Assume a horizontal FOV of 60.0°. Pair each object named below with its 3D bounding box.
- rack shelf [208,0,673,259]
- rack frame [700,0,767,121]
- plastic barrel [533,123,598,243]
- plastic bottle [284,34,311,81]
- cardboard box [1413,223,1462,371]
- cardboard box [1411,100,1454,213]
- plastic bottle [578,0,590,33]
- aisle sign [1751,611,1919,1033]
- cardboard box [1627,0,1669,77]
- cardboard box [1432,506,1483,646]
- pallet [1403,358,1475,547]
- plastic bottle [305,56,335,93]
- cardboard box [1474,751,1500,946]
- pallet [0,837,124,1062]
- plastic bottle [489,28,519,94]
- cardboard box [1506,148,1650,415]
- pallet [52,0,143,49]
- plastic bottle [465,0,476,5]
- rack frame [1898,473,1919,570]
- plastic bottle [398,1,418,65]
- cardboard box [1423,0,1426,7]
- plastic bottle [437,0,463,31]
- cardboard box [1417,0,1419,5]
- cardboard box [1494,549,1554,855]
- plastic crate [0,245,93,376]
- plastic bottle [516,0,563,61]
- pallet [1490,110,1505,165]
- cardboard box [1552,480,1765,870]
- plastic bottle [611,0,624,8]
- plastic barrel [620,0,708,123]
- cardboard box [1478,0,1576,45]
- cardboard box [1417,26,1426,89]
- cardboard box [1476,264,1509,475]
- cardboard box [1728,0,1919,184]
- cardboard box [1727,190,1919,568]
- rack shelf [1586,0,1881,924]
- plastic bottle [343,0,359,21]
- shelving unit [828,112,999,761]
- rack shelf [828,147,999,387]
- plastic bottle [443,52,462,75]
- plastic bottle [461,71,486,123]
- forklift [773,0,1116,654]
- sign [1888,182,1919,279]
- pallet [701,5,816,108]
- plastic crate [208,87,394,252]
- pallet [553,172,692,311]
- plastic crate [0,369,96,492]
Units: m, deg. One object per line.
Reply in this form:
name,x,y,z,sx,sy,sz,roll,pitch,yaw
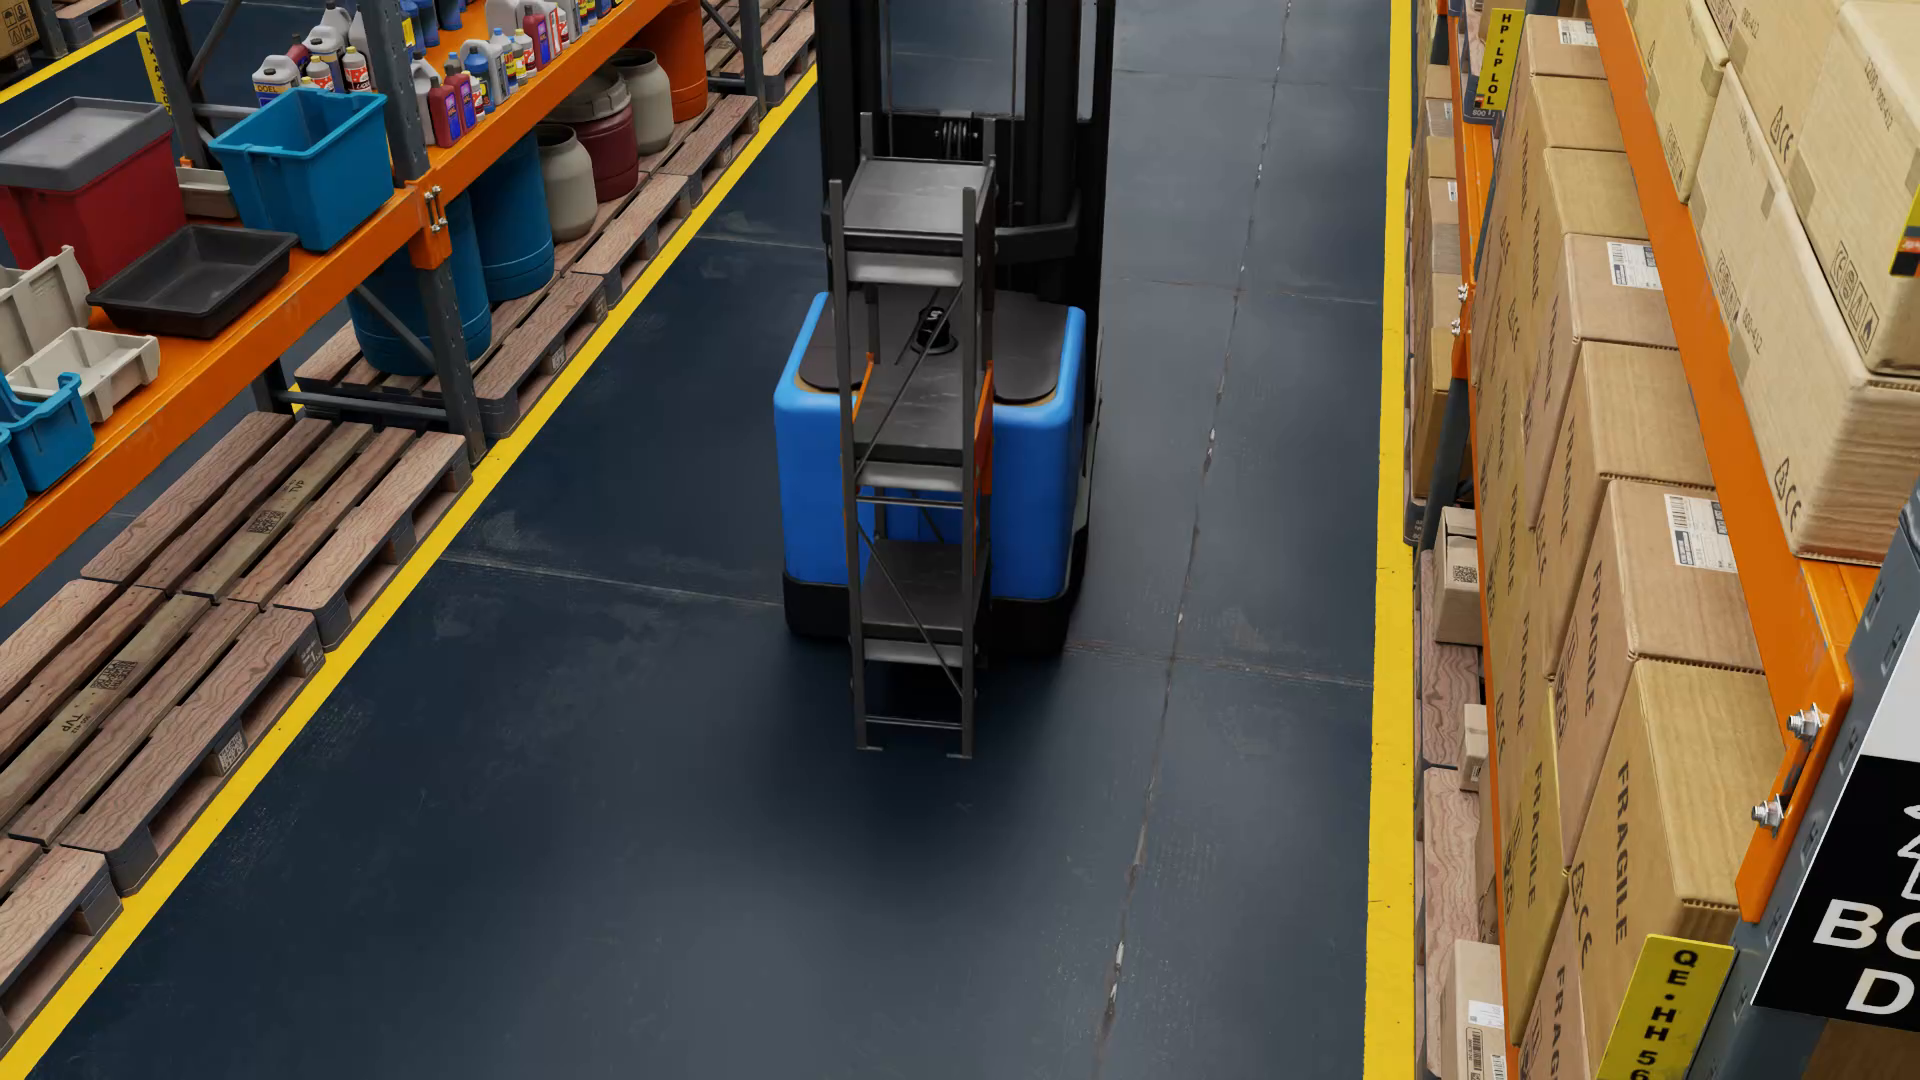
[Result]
rack shelf,-2.141,-2.480,8.229,1.077,0.370,4.000,7,37,10
rack frame,-1.713,-3.918,9.600,1.000,3.000,0.127,7,37,10
plastic barrel,-2.076,-1.816,8.461,0.421,0.512,0.421,0,36,0
plastic bottle,-2.795,-1.982,7.028,0.061,0.283,0.133,7,37,10
cardboard box,2.317,-1.056,7.406,0.500,0.500,0.500,8,37,11
cardboard box,2.642,-1.935,8.619,0.500,0.500,0.500,6,36,8
plastic bottle,-1.798,-2.517,7.776,0.097,0.271,0.097,0,36,0
aisle sign,1.102,0.240,1.648,0.394,0.787,0.004,7,37,10
cardboard box,1.602,-1.048,3.212,0.500,0.250,0.500,7,37,10
cardboard box,1.969,0.122,5.941,0.500,0.311,0.500,7,37,10
pallet,2.407,-0.344,7.044,1.003,0.211,1.213,7,37,10
plastic bottle,-2.713,-1.949,7.053,0.097,0.201,0.097,0,36,0
cardboard box,1.874,0.909,4.692,0.797,0.503,0.637,7,37,10
pallet,-3.208,1.330,4.735,1.003,0.211,1.213,7,37,10
plastic bottle,-1.967,-2.063,7.150,0.097,0.271,0.097,0,36,0
cardboard box,1.675,-0.622,4.114,0.500,0.500,0.500,6,36,9
pallet,-6.384,-3.857,11.892,1.003,0.211,1.213,7,37,10
plastic bottle,-2.456,-2.804,8.105,0.144,0.351,0.185,7,37,10
rack frame,1.416,-1.137,0.651,1.000,3.000,0.127,7,37,10
plastic bottle,-2.511,-2.261,7.355,0.144,0.351,0.185,7,37,10
cardboard box,3.211,-3.498,10.527,0.500,0.311,0.500,7,37,10
plastic bottle,-2.410,-2.543,7.812,0.097,0.271,0.097,0,36,0
cardboard box,3.433,-3.854,11.497,0.500,0.250,0.500,6,36,9
cardboard box,1.465,0.377,3.589,0.500,0.500,0.500,8,37,10
plastic crate,-3.074,-0.749,5.277,0.437,0.282,0.530,7,37,10
plastic bottle,-1.899,-2.323,7.505,0.152,0.276,0.135,7,37,10
pallet,2.548,-1.368,6.245,1.003,0.211,1.213,7,37,10
cardboard box,1.350,0.267,2.888,0.500,0.500,0.500,8,37,11
plastic bottle,-1.695,-2.748,8.084,0.061,0.283,0.133,7,37,10
plastic barrel,-1.801,-2.927,9.723,0.600,0.830,0.708,7,37,10
cardboard box,2.588,-2.233,6.832,0.700,0.500,0.500,-1,36,-2
cardboard box,3.106,-2.980,10.290,0.500,0.250,0.500,7,37,9
cardboard box,1.789,-0.490,4.785,0.500,0.500,0.500,8,37,11
cardboard box,1.383,-0.678,2.275,0.500,0.250,0.500,7,37,10
cardboard box,1.268,-0.190,2.028,0.500,0.250,0.500,7,37,10
rack shelf,1.843,-0.778,3.325,1.077,0.370,4.000,7,37,10
plastic bottle,-2.652,-2.279,7.380,0.144,0.351,0.185,7,37,10
shelving unit,-0.126,-0.254,5.311,0.431,2.100,0.503,4,36,6
rack shelf,-0.126,-0.810,4.908,0.431,0.518,0.480,4,36,6
plastic bottle,-2.144,-1.977,7.090,0.097,0.201,0.097,0,36,0
plastic bottle,-2.037,-1.846,6.910,0.097,0.201,0.097,0,36,0
forklift,0.047,-1.627,6.497,1.130,2.935,3.031,4,36,6
sign,0.878,-0.362,1.384,0.100,0.325,0.005,7,37,10
pallet,-1.510,-3.228,11.024,1.003,0.211,1.213,7,37,10
plastic crate,-2.334,-1.332,5.994,0.392,0.384,0.575,7,37,10
pallet,-2.104,-1.634,8.825,1.003,0.211,1.213,7,37,10
plastic crate,-2.702,-0.315,4.720,0.416,0.233,0.300,7,37,10
